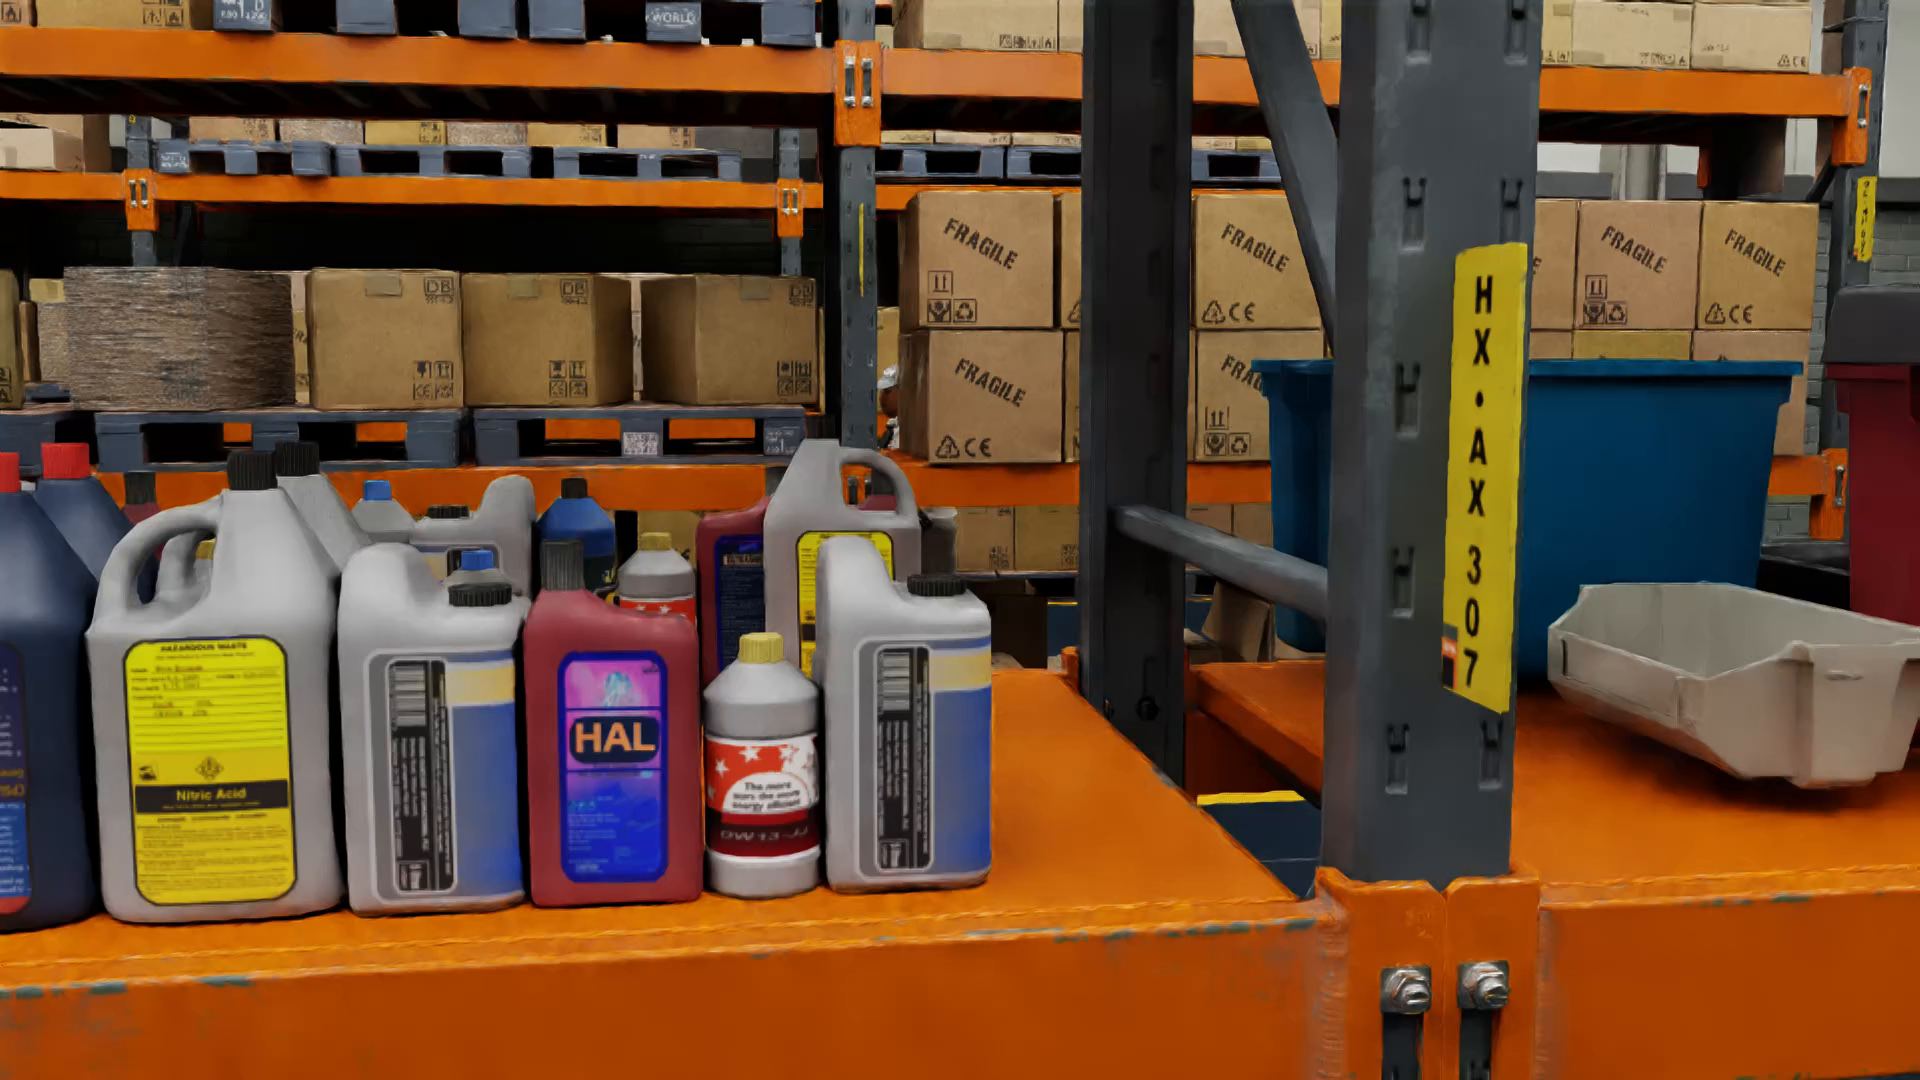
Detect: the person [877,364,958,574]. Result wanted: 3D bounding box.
[{"bbox_3d":[-0.298,-0.060,8.285,0.796,1.625,0.495,-2,7,-13],"label":"person"}]
